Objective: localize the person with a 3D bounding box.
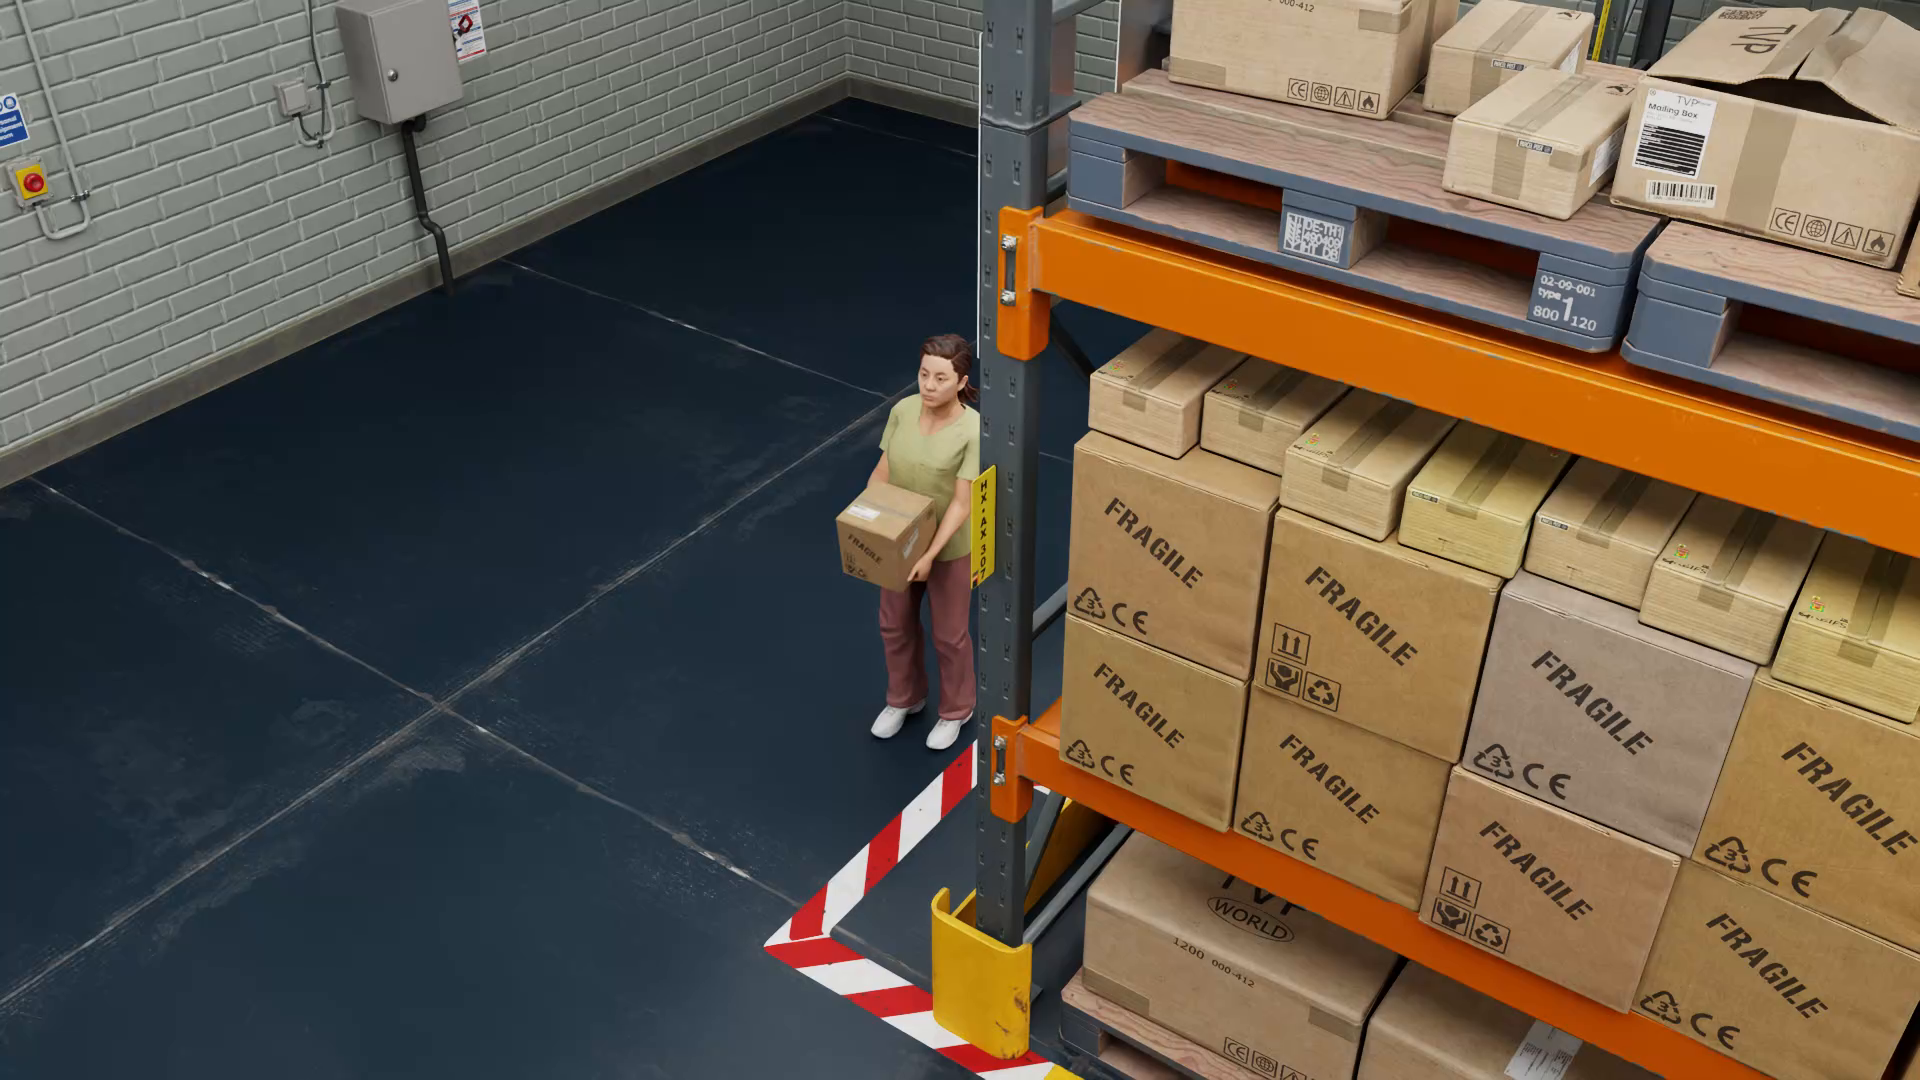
[{"bbox_3d":[-0.140,0.050,6.082,0.428,1.662,0.547,20,39,26],"label":"person"}]
